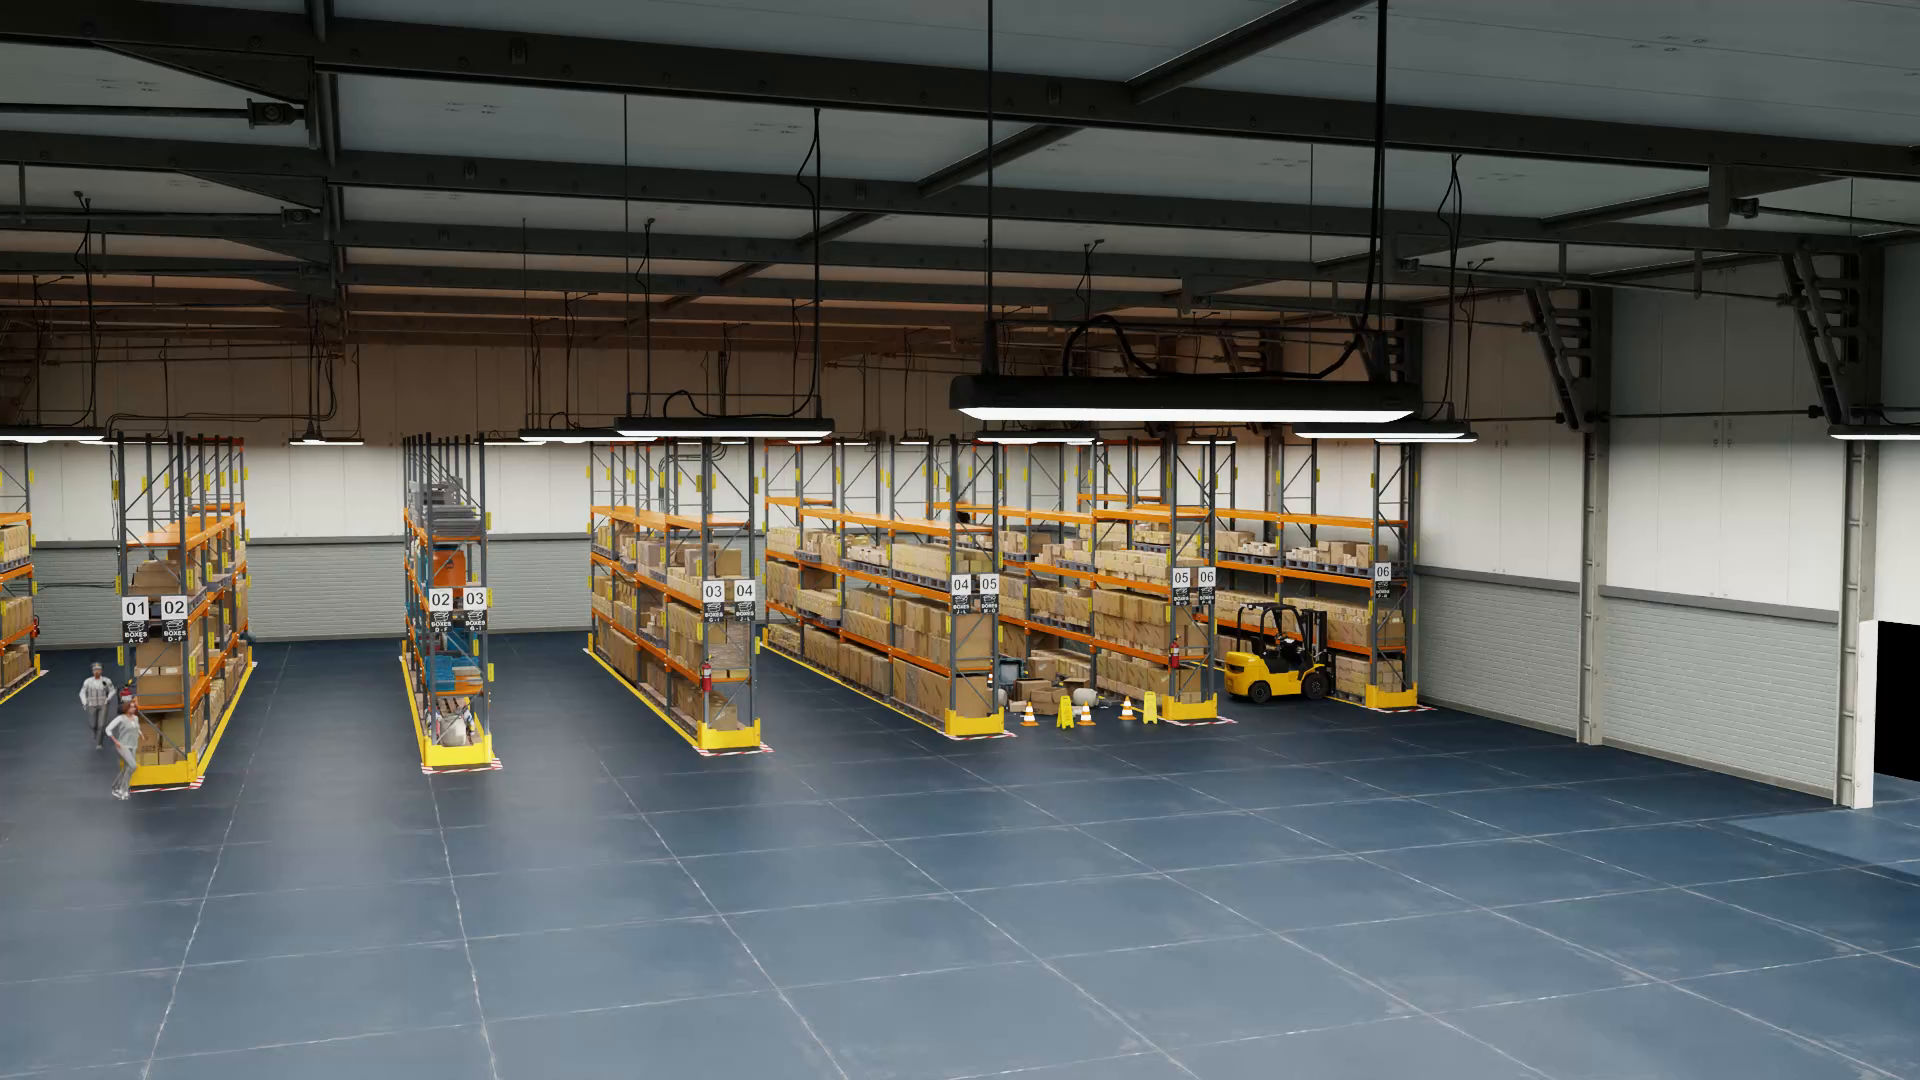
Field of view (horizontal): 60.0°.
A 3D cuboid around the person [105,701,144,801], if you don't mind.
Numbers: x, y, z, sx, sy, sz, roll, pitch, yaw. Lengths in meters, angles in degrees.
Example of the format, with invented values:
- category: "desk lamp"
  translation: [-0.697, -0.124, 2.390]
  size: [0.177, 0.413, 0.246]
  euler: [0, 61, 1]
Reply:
- category: "person"
  translation: [-13.588, 3.481, 27.166]
  size: [0.602, 1.534, 0.522]
  euler: [1, 3, 13]

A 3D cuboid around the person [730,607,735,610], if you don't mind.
- category: "person"
  translation: [-6.155, 2.326, 46.149]
  size: [0.669, 1.684, 0.760]
  euler: [-1, 3, -24]

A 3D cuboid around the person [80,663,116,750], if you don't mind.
- category: "person"
  translation: [-16.402, 3.148, 31.648]
  size: [0.614, 1.655, 0.558]
  euler: [-2, 4, -26]

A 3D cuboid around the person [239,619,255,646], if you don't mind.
- category: "person"
  translation: [-19.214, 2.478, 44.651]
  size: [0.516, 1.535, 0.525]
  euler: [0, 3, 3]
